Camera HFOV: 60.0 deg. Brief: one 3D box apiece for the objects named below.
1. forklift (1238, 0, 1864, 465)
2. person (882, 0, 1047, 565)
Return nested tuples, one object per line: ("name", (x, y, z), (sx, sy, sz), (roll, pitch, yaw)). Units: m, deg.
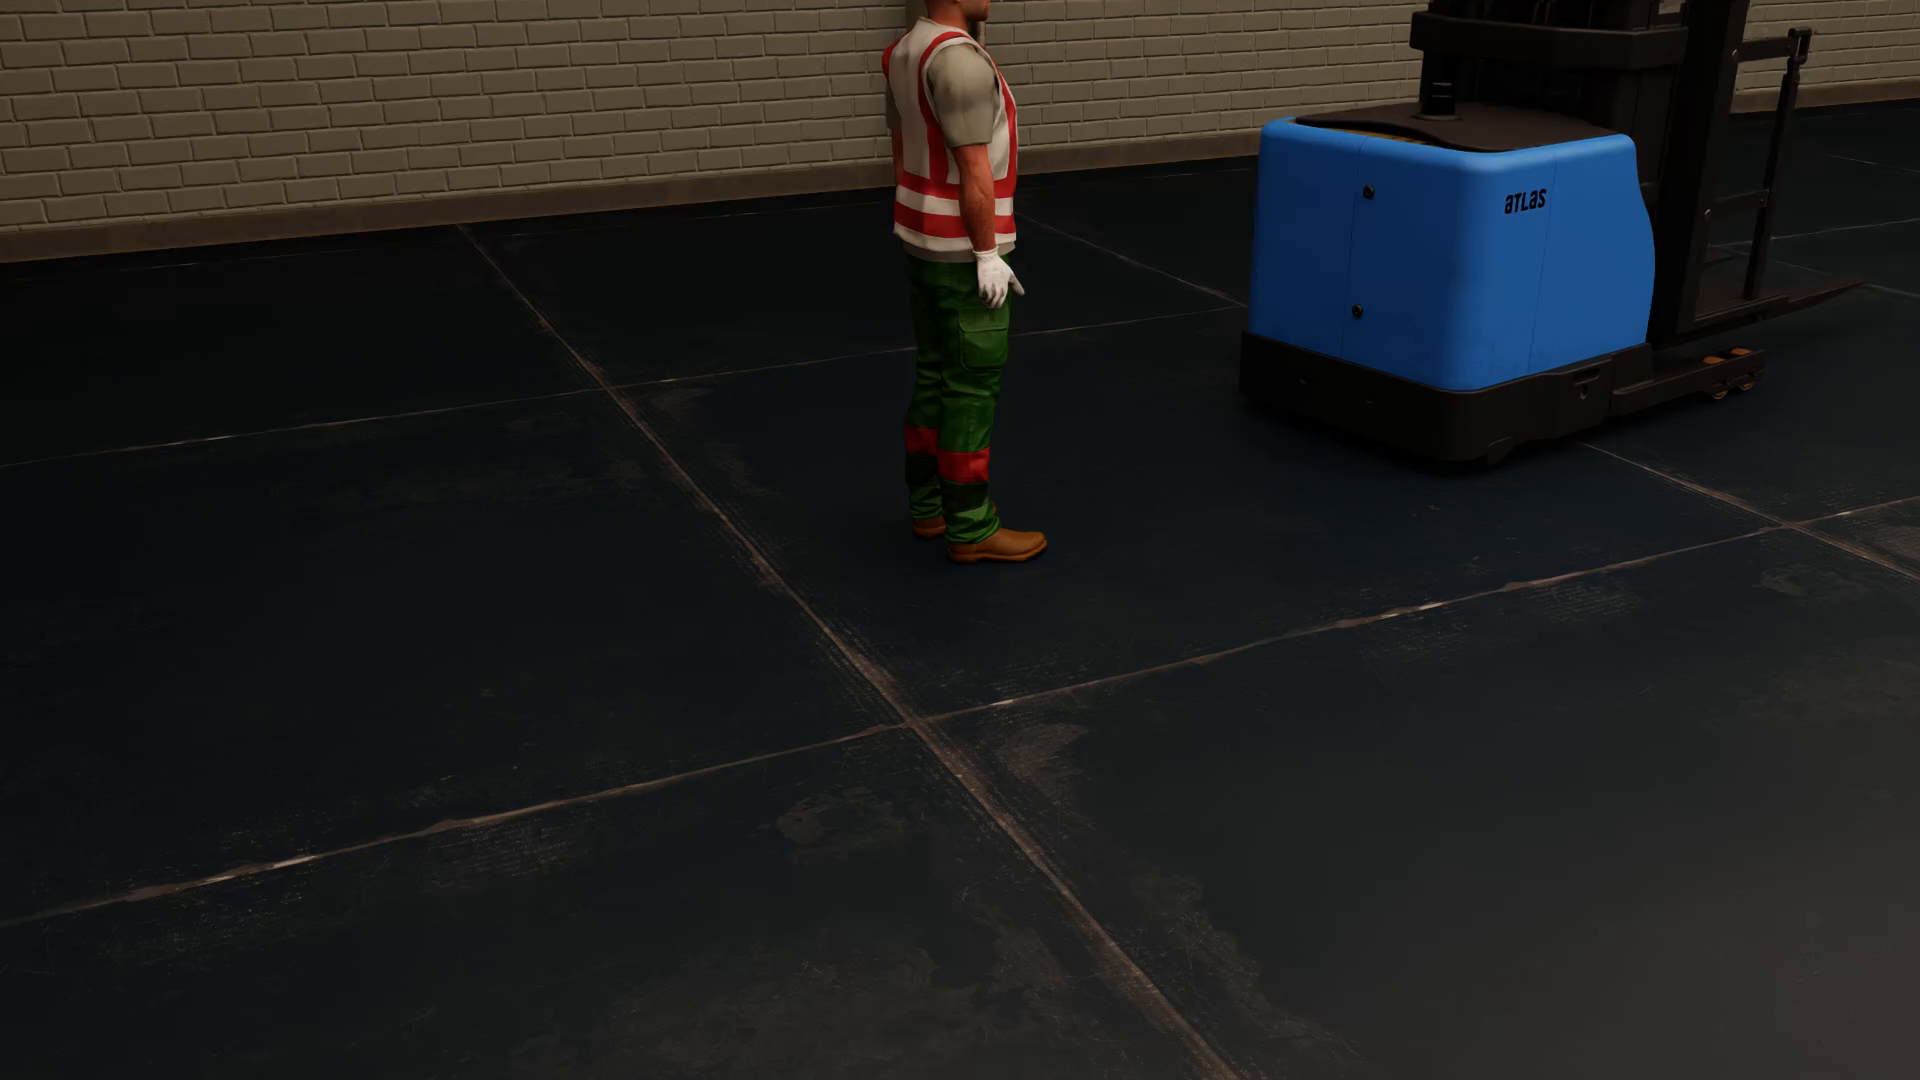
("forklift", (2.536, -2.040, 6.197), (3.031, 2.935, 1.130), (-16, 27, -33))
("person", (0.005, -0.832, 4.777), (0.369, 1.795, 0.536), (-10, 25, -23))
